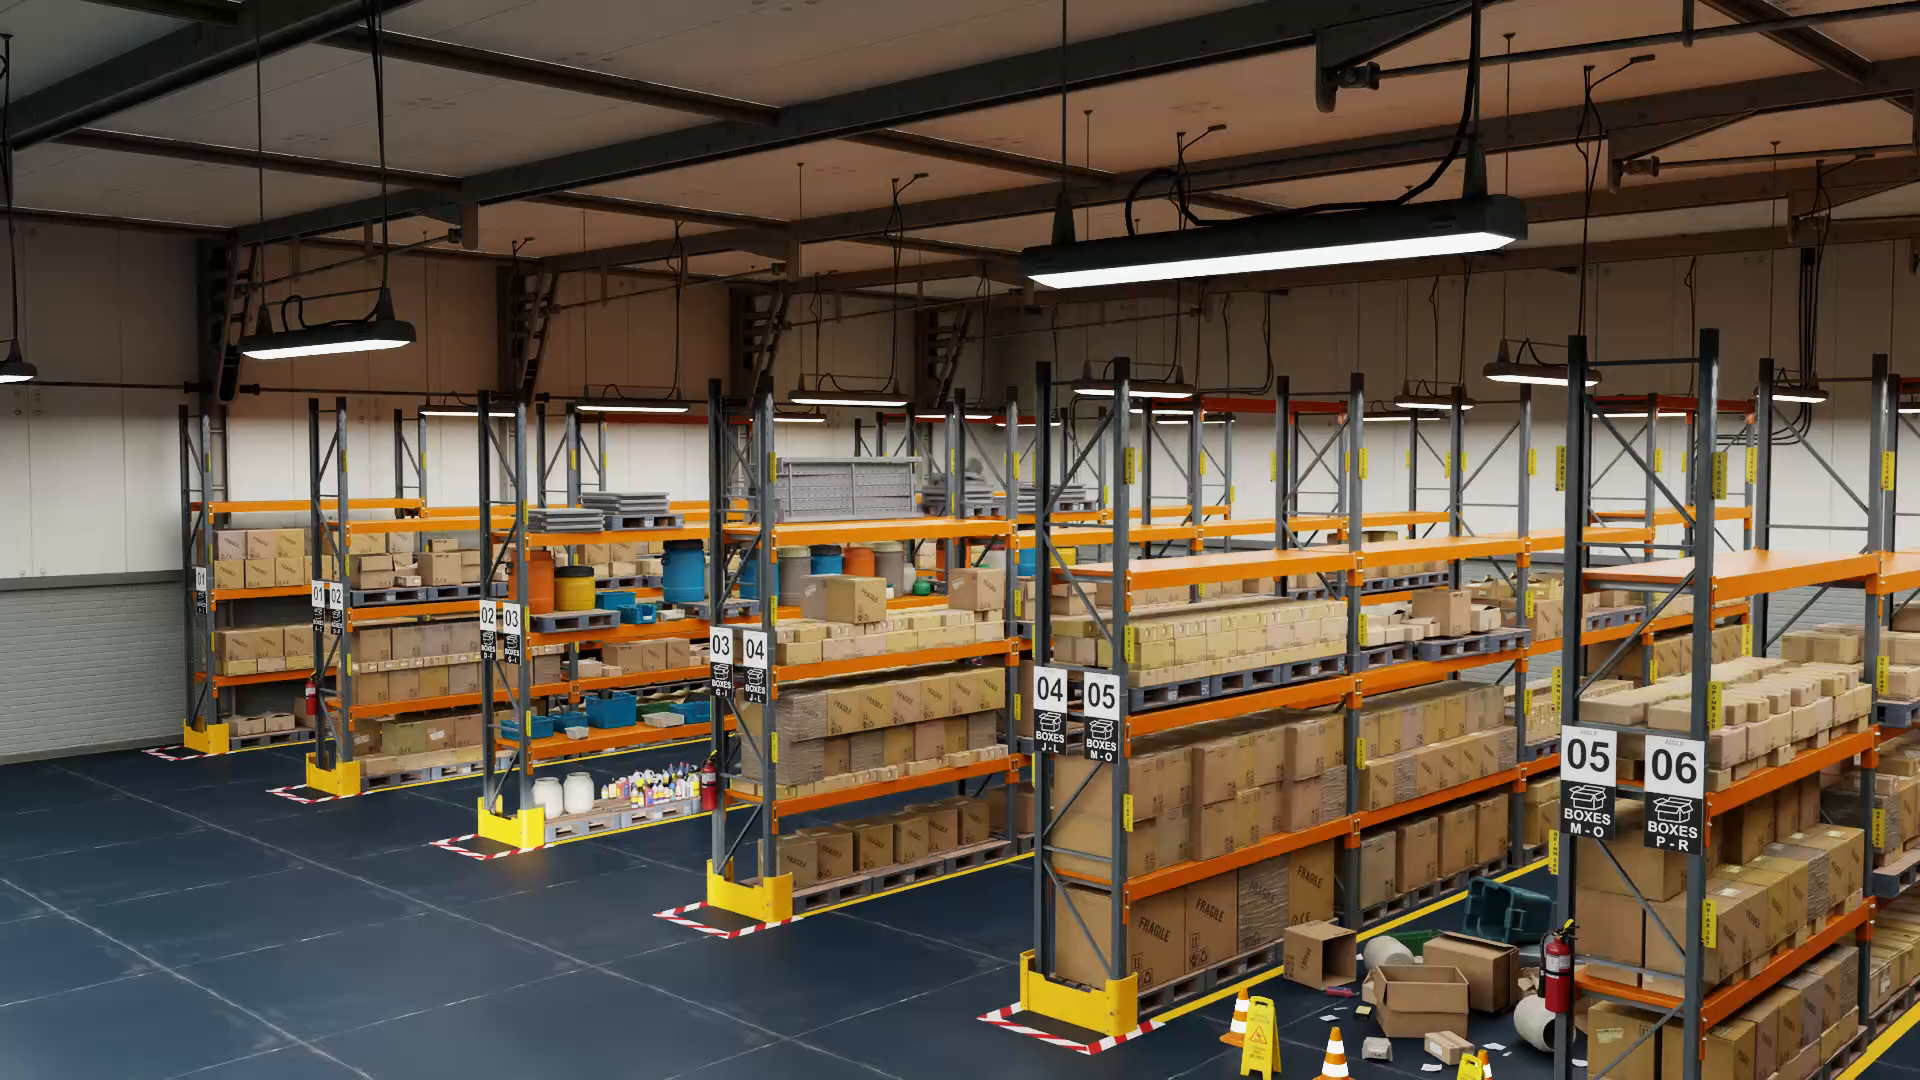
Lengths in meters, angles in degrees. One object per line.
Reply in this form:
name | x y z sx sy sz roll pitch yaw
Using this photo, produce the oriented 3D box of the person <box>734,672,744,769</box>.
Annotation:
person | -3.438 2.870 27.368 0.723 1.730 0.666 2 4 36
